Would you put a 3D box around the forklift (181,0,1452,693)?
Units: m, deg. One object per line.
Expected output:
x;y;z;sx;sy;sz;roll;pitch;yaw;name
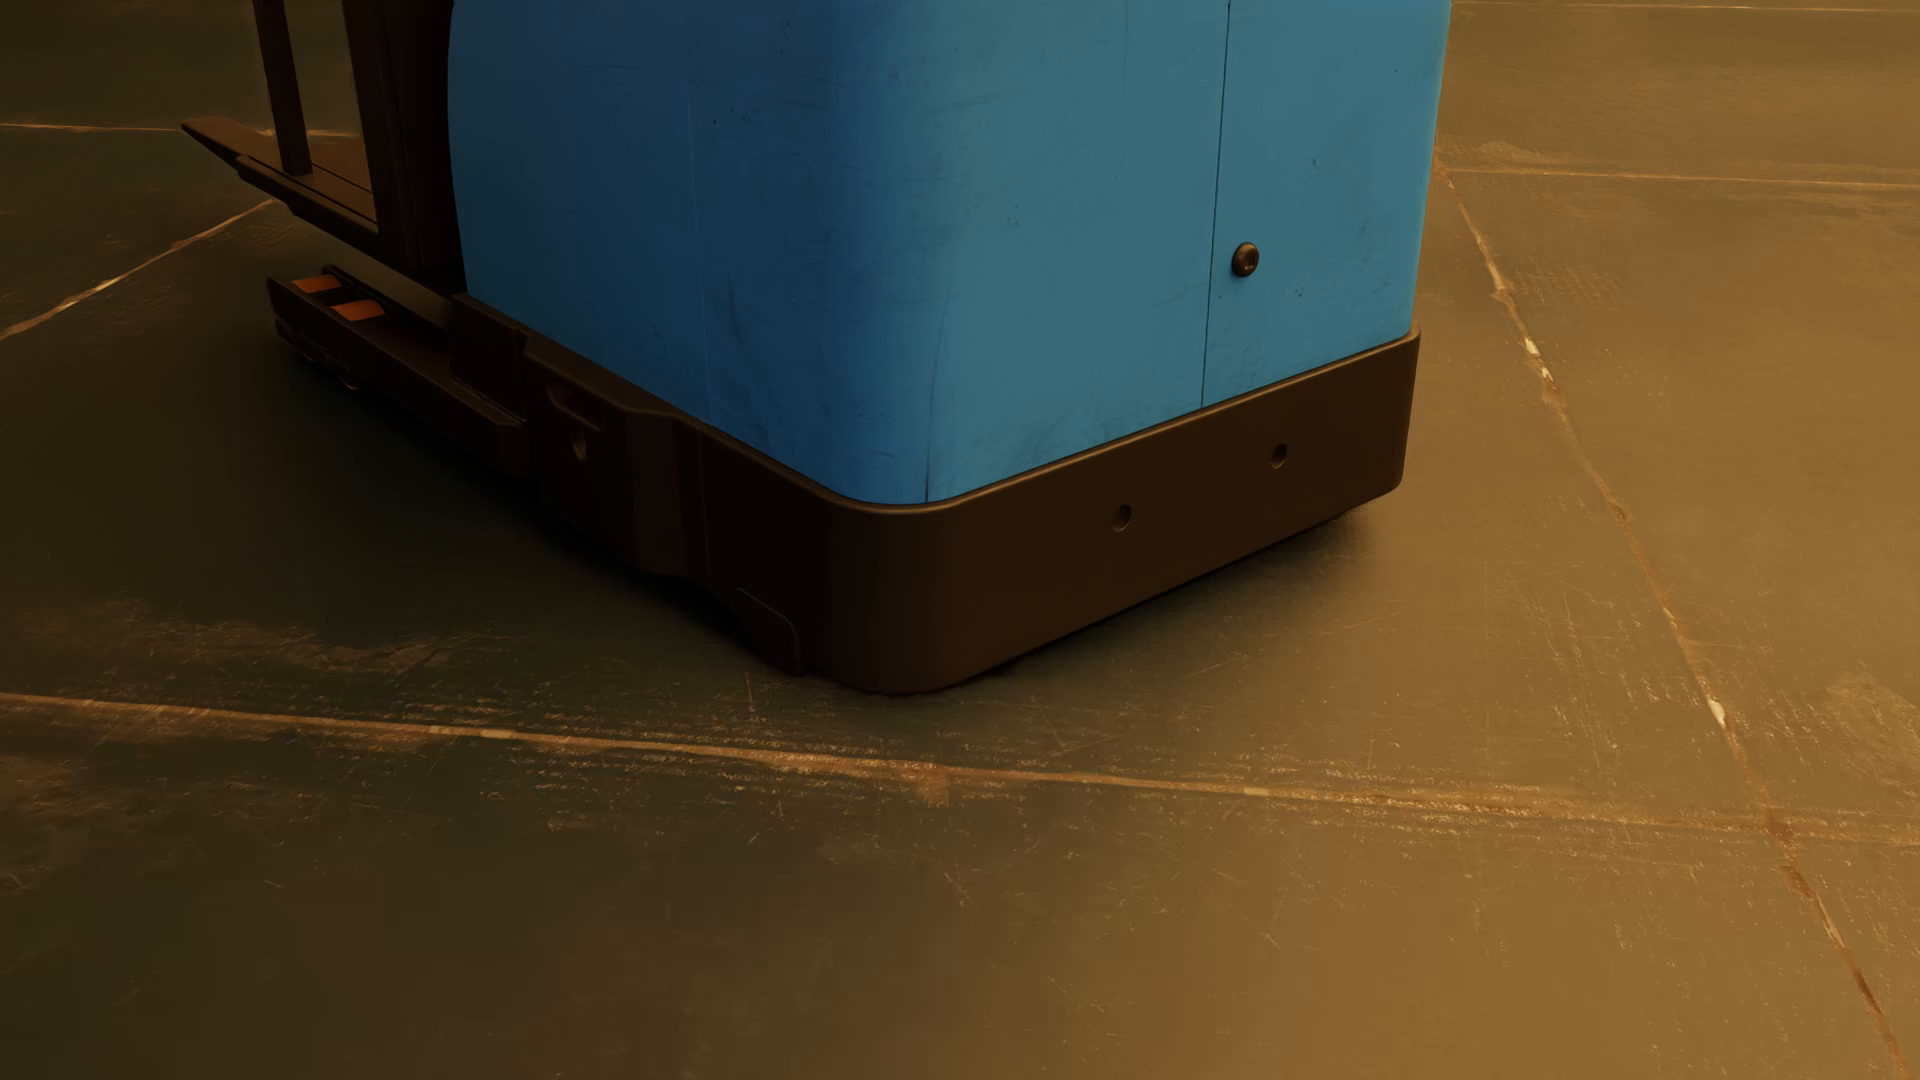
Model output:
-0.659;-1.712;2.649;1.130;2.935;3.031;-21;33;-35;forklift
